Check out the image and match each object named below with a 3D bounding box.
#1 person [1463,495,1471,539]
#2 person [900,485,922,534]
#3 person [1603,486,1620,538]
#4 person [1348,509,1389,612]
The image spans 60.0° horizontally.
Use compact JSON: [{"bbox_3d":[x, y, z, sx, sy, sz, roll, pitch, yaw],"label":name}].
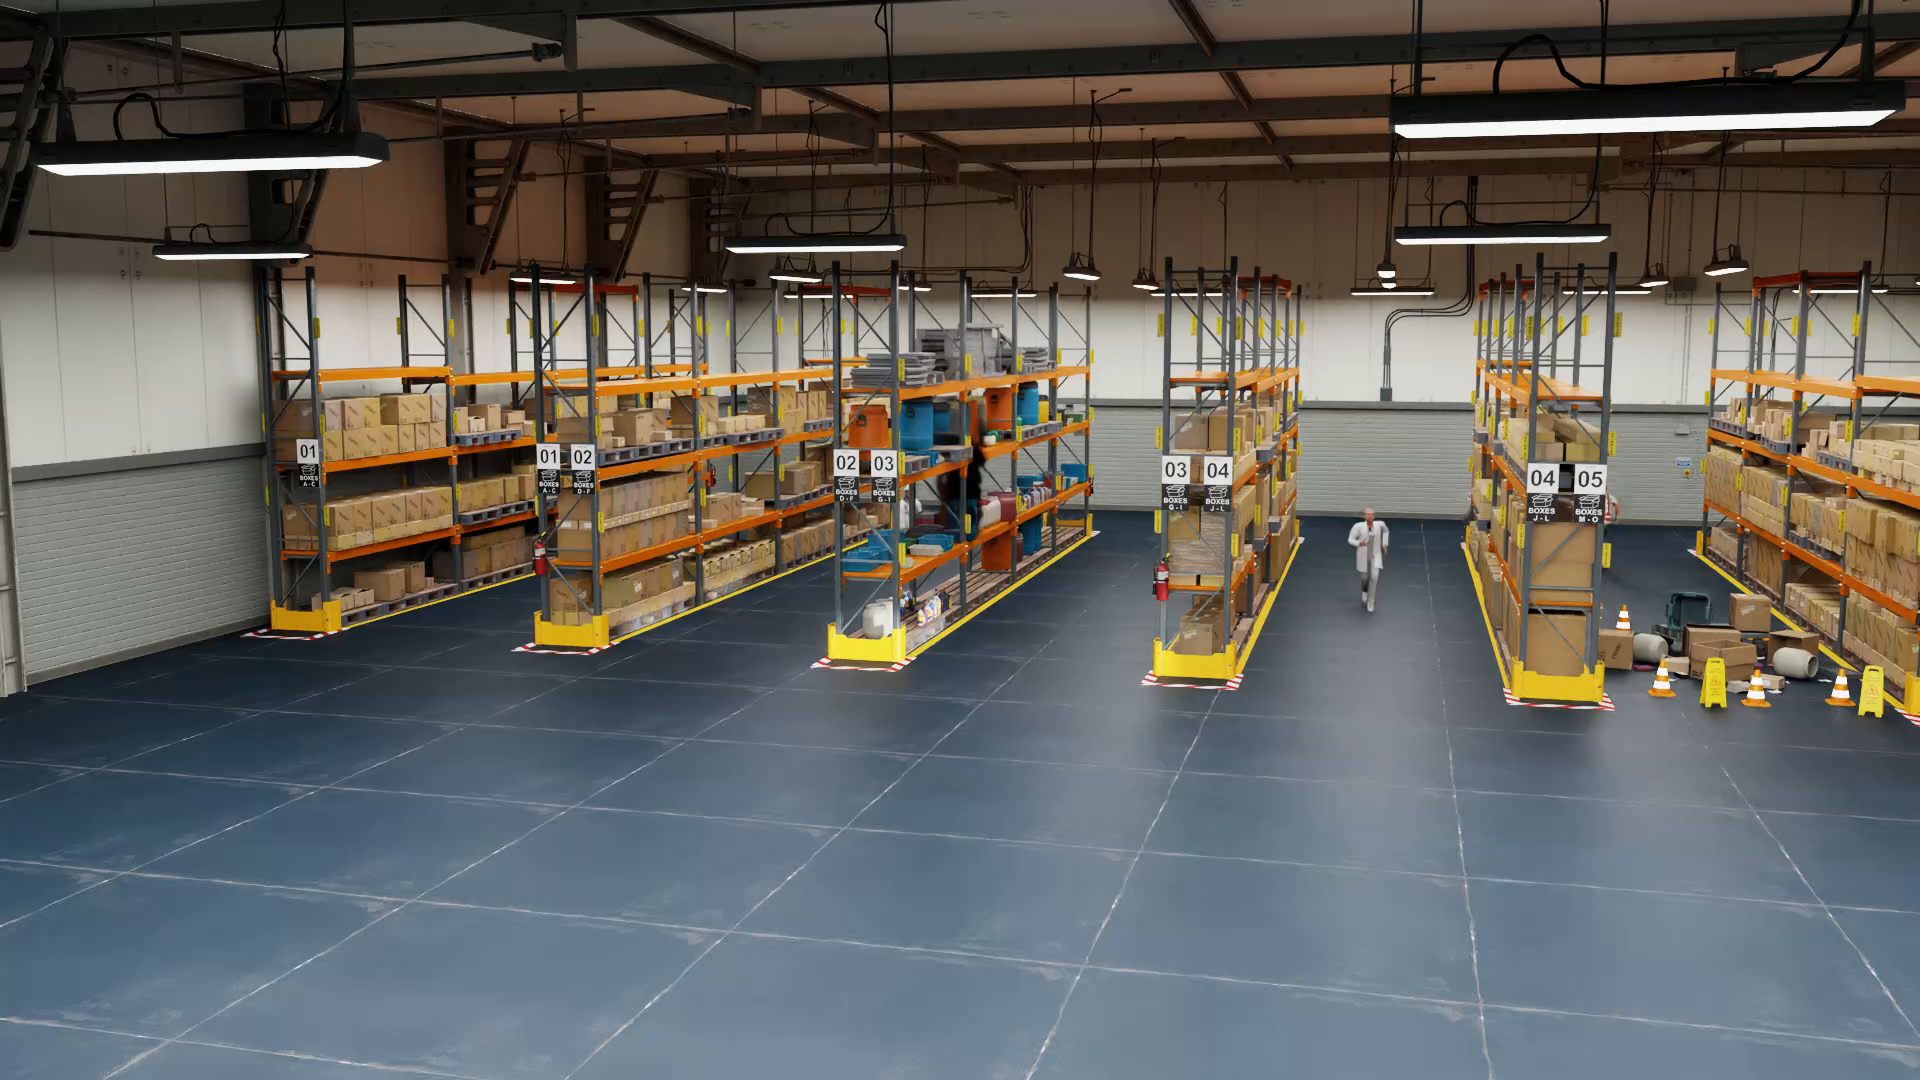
[{"bbox_3d":[12.388,-0.802,39.585,0.728,1.696,0.566,-2,8,-17],"label":"person"},{"bbox_3d":[-1.061,-0.245,34.255,0.644,1.784,0.894,2,7,14],"label":"person"},{"bbox_3d":[13.527,-0.340,35.135,0.687,1.789,1.017,1,7,10],"label":"person"},{"bbox_3d":[7.347,0.355,29.936,0.738,1.840,0.971,1,7,7],"label":"person"}]
